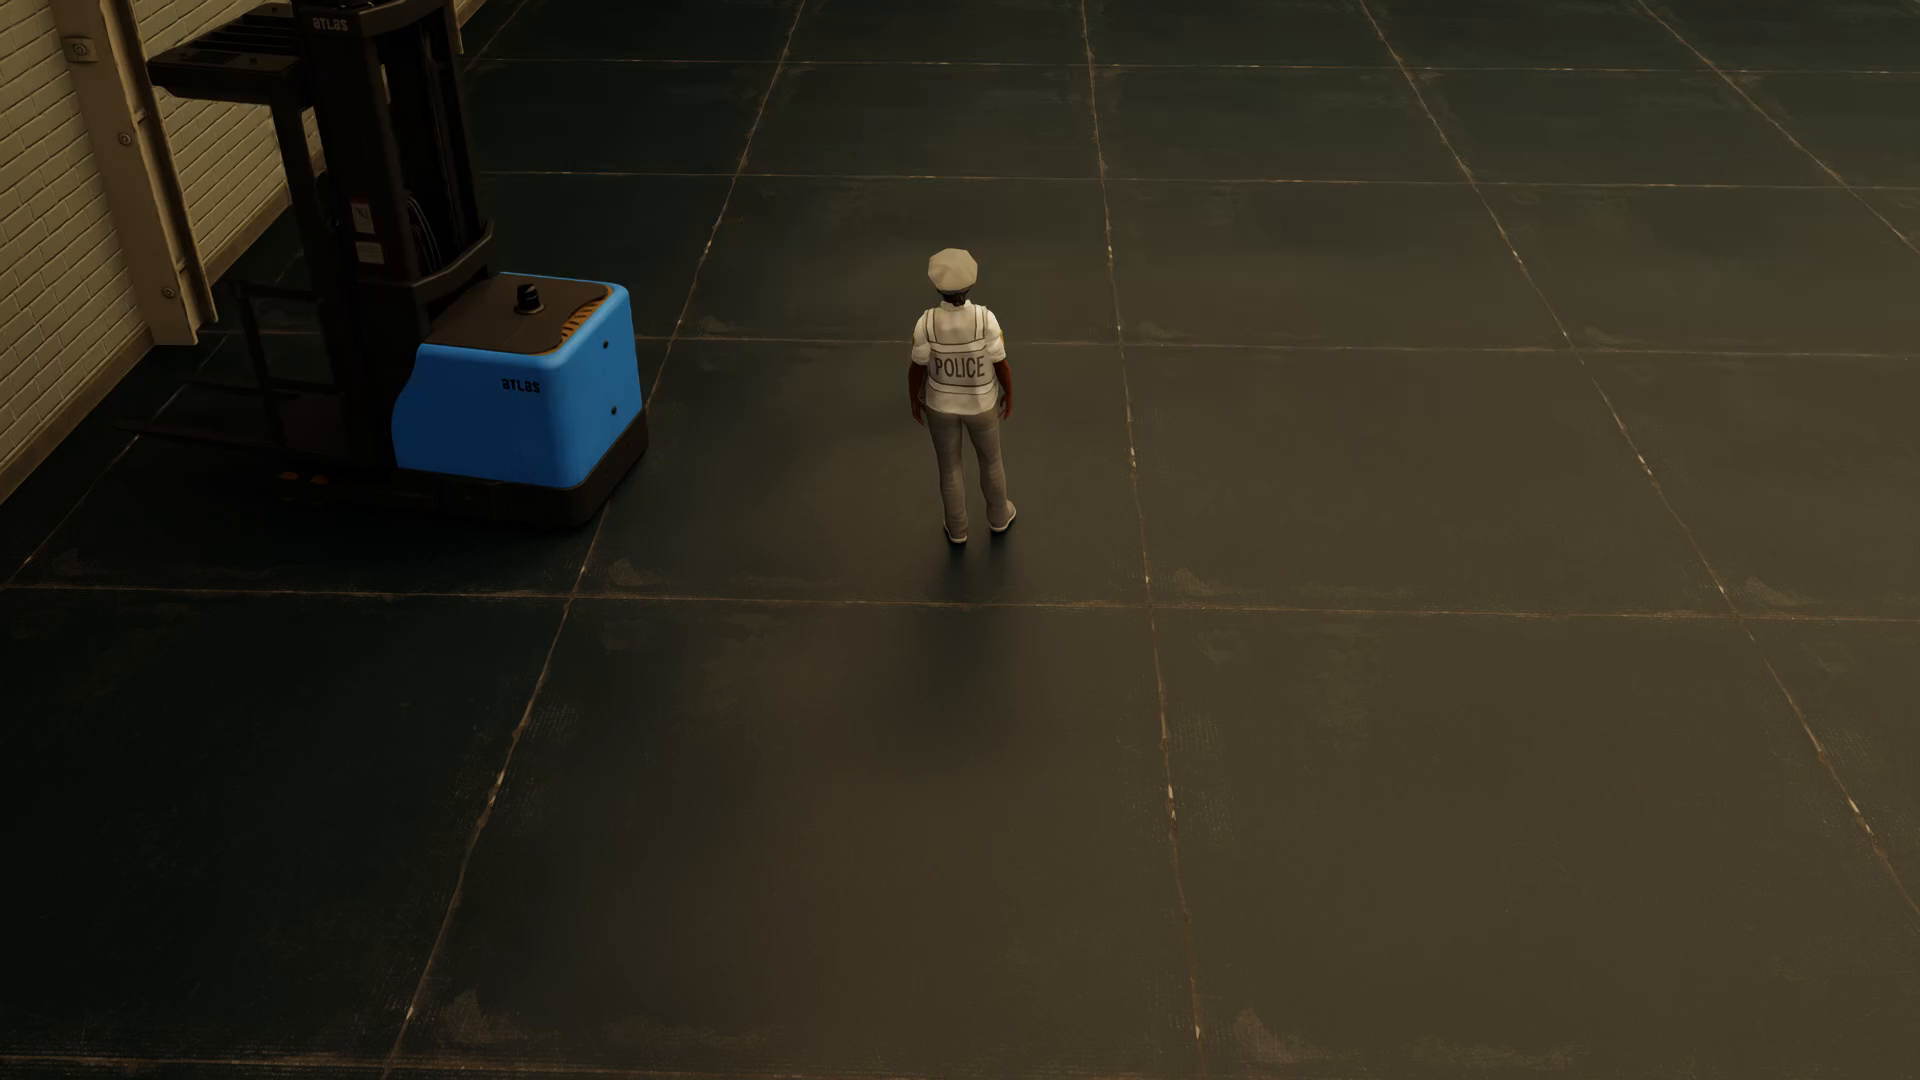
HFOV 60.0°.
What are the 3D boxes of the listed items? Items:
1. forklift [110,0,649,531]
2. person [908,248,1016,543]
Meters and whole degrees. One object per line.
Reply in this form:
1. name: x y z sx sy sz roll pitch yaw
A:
1. forklift: -3.414 -1.694 9.008 3.031 2.935 1.130 7 34 11
2. person: 0.022 -0.755 8.692 0.570 1.697 0.528 1 33 1
